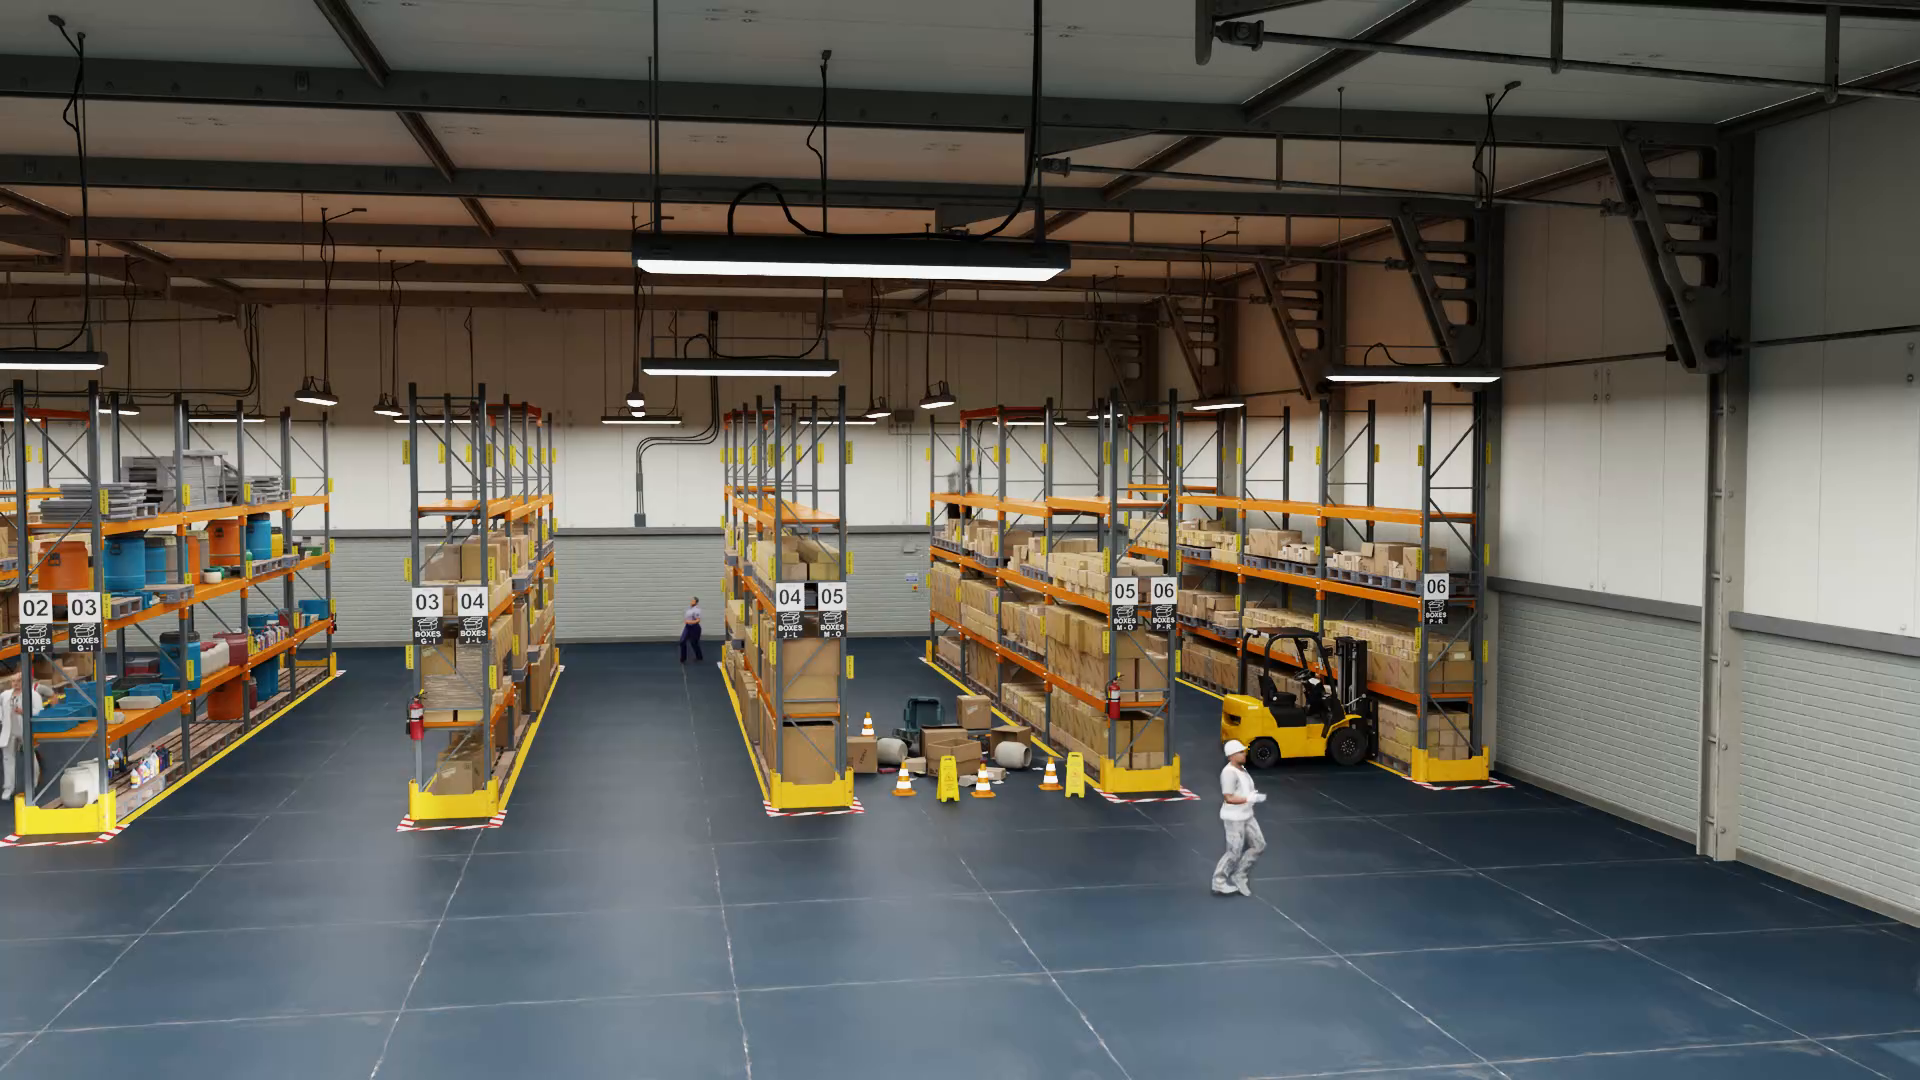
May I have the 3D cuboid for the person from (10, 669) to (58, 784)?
[{"bbox_3d":[-14.228,2.837,25.386,0.678,1.821,0.710,0,3,-8],"label":"person"}]

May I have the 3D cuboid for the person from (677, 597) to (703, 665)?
[{"bbox_3d":[-6.388,2.188,39.895,0.624,1.682,0.661,3,4,41],"label":"person"}]

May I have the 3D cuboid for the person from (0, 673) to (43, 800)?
[{"bbox_3d":[-13.826,2.844,24.434,0.695,1.781,1.044,-1,3,-14],"label":"person"}]

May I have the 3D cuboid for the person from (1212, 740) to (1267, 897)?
[{"bbox_3d":[3.188,3.165,18.809,0.667,1.803,0.657,2,3,30],"label":"person"}]
